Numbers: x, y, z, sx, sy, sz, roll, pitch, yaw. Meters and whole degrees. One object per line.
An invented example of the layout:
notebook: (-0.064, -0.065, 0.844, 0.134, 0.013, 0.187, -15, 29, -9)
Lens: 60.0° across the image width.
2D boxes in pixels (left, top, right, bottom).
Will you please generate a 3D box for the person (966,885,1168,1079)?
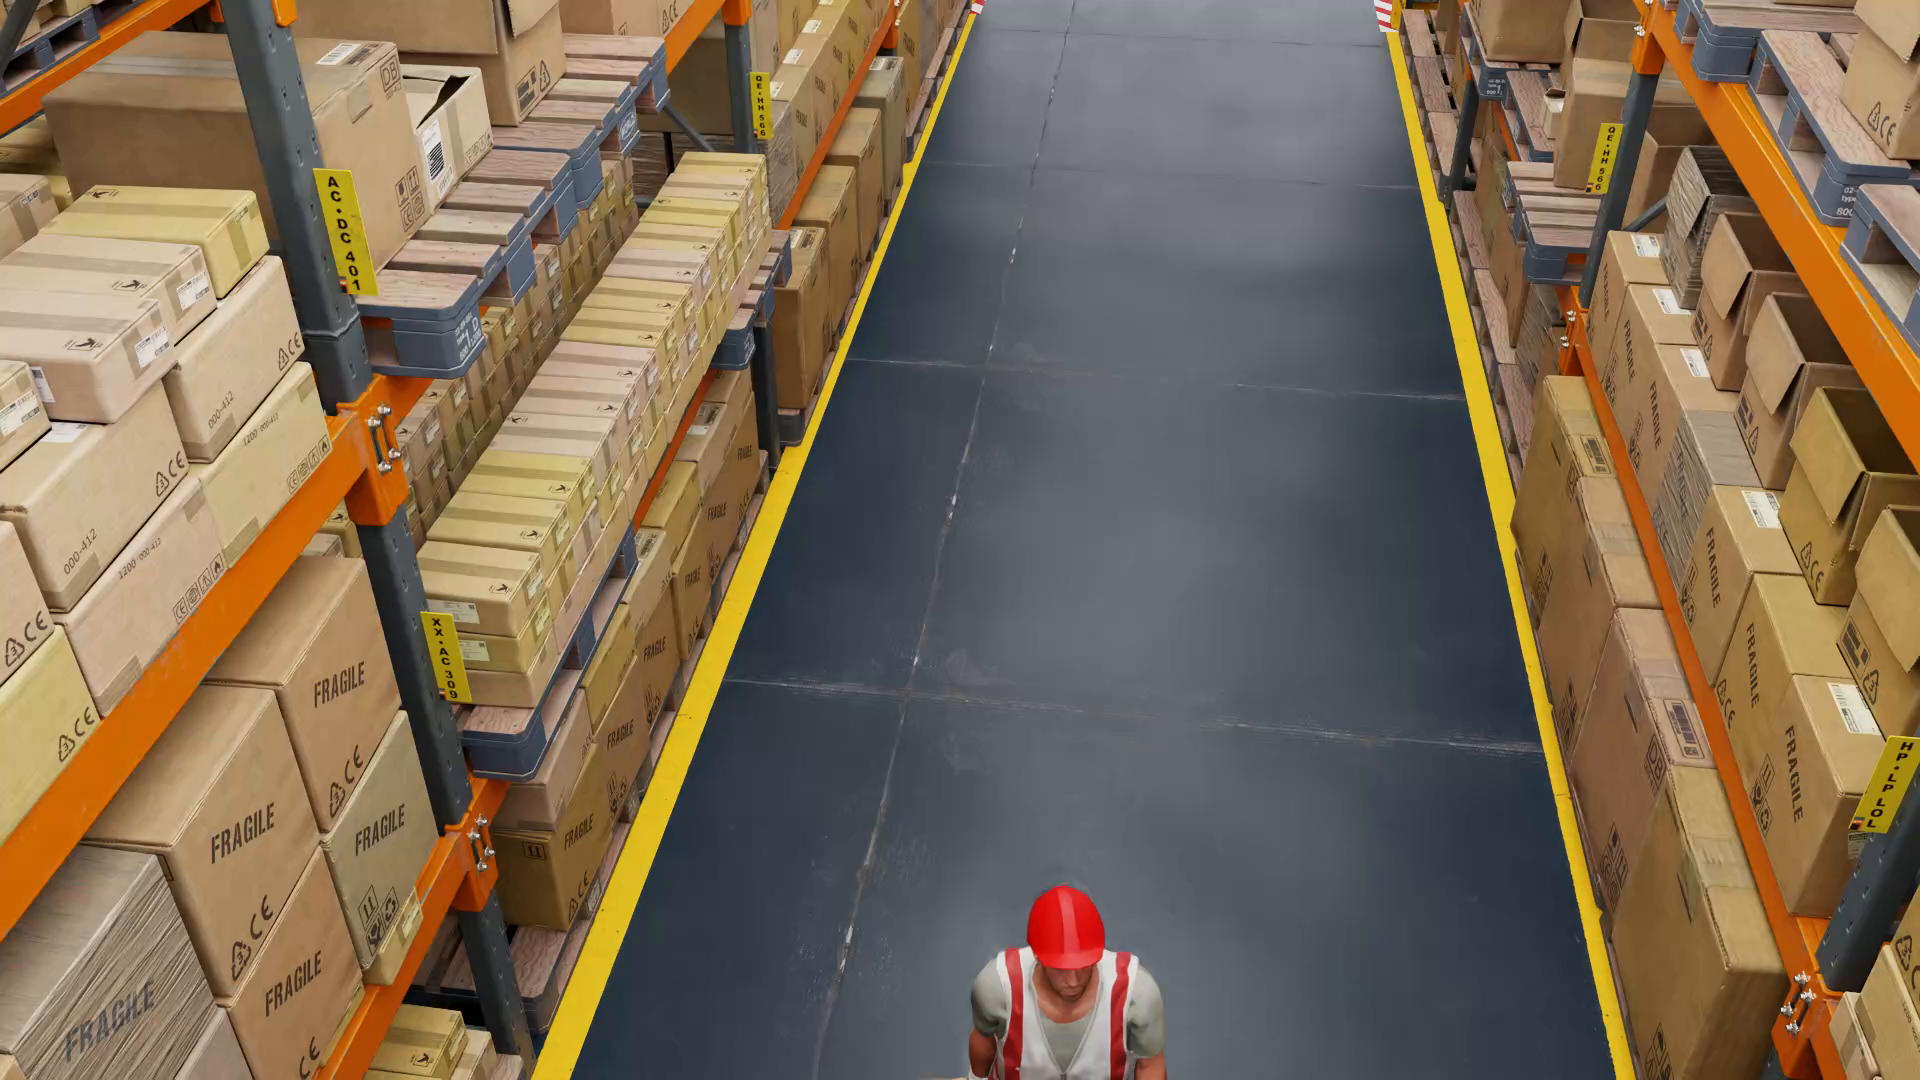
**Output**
person: (0.304, 1.608, 4.790, 0.568, 1.749, 0.952, -1, 36, -2)
